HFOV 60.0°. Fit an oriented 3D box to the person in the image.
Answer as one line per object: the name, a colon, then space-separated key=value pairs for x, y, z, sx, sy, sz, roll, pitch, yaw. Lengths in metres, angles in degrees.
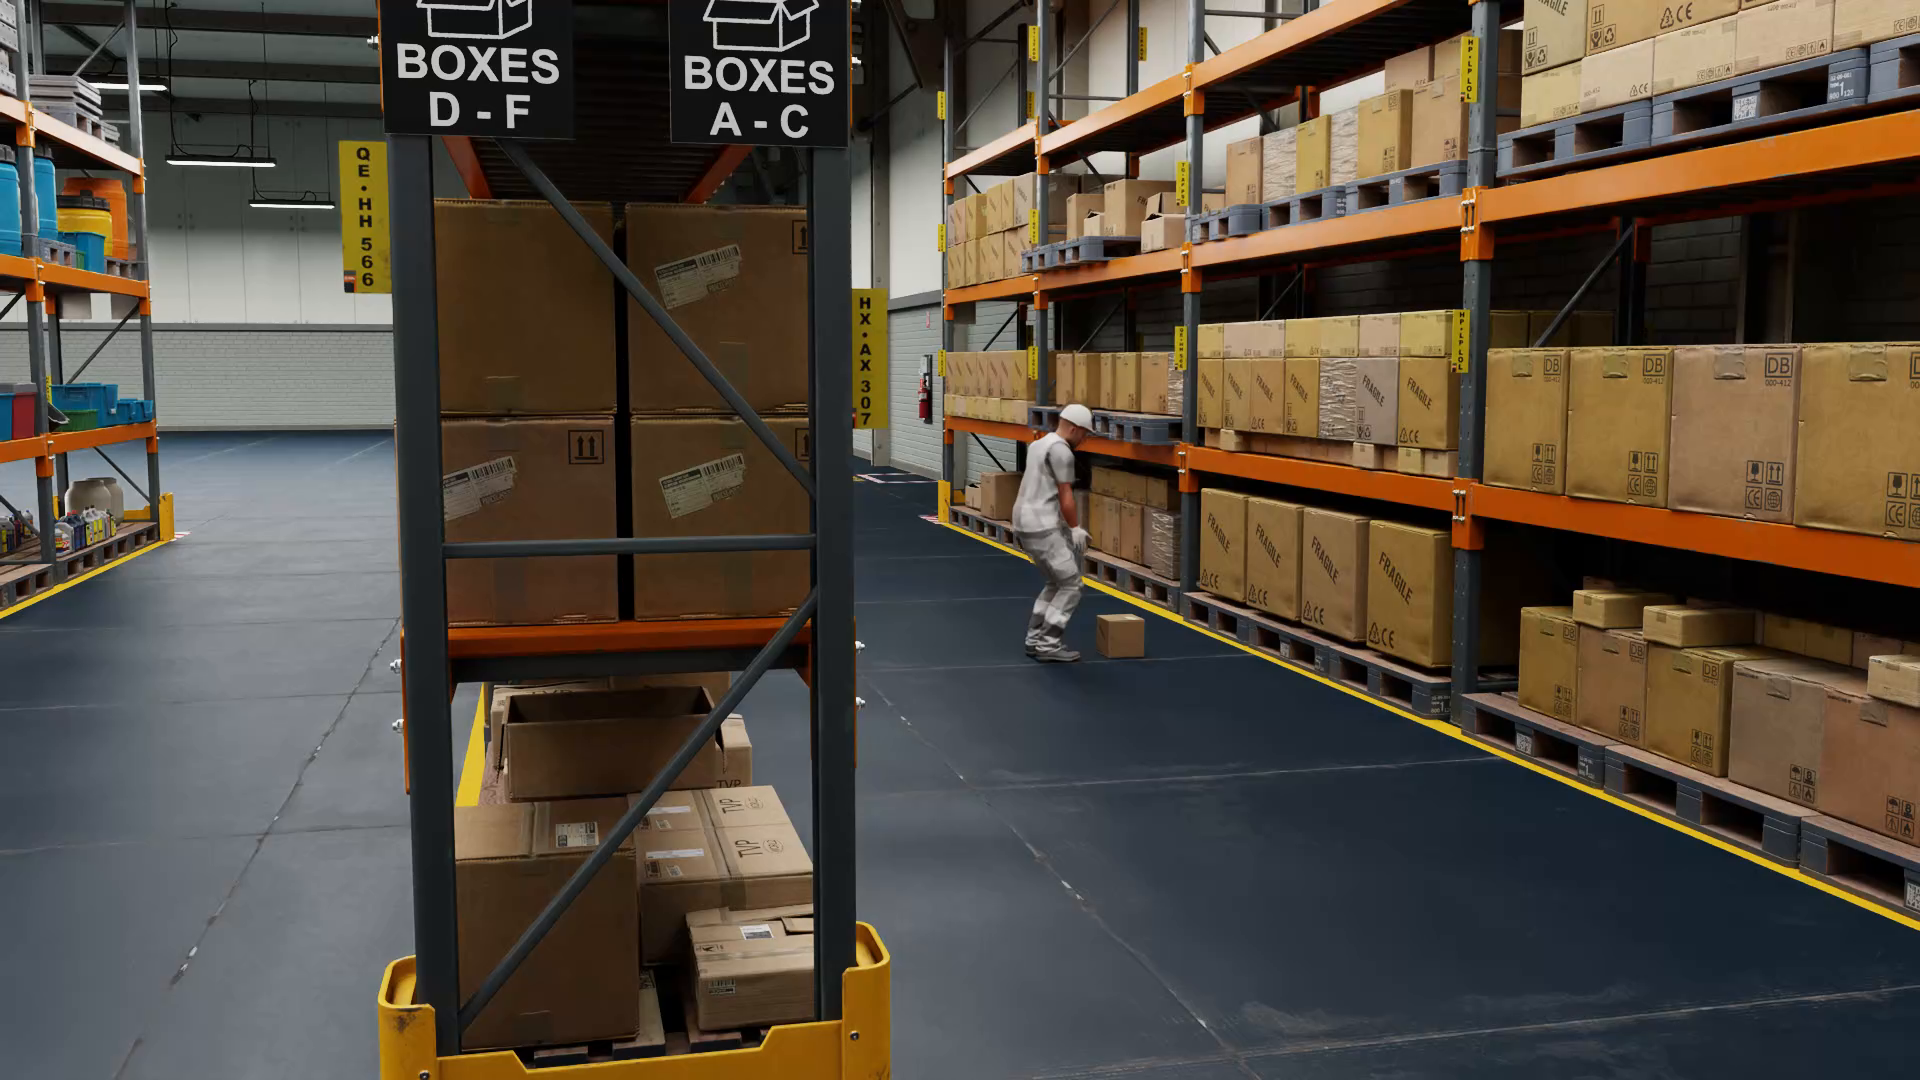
person: x=0.623 y=-0.056 z=10.903 sx=0.558 sy=1.666 sz=0.560 roll=-1 pitch=6 yaw=-12
